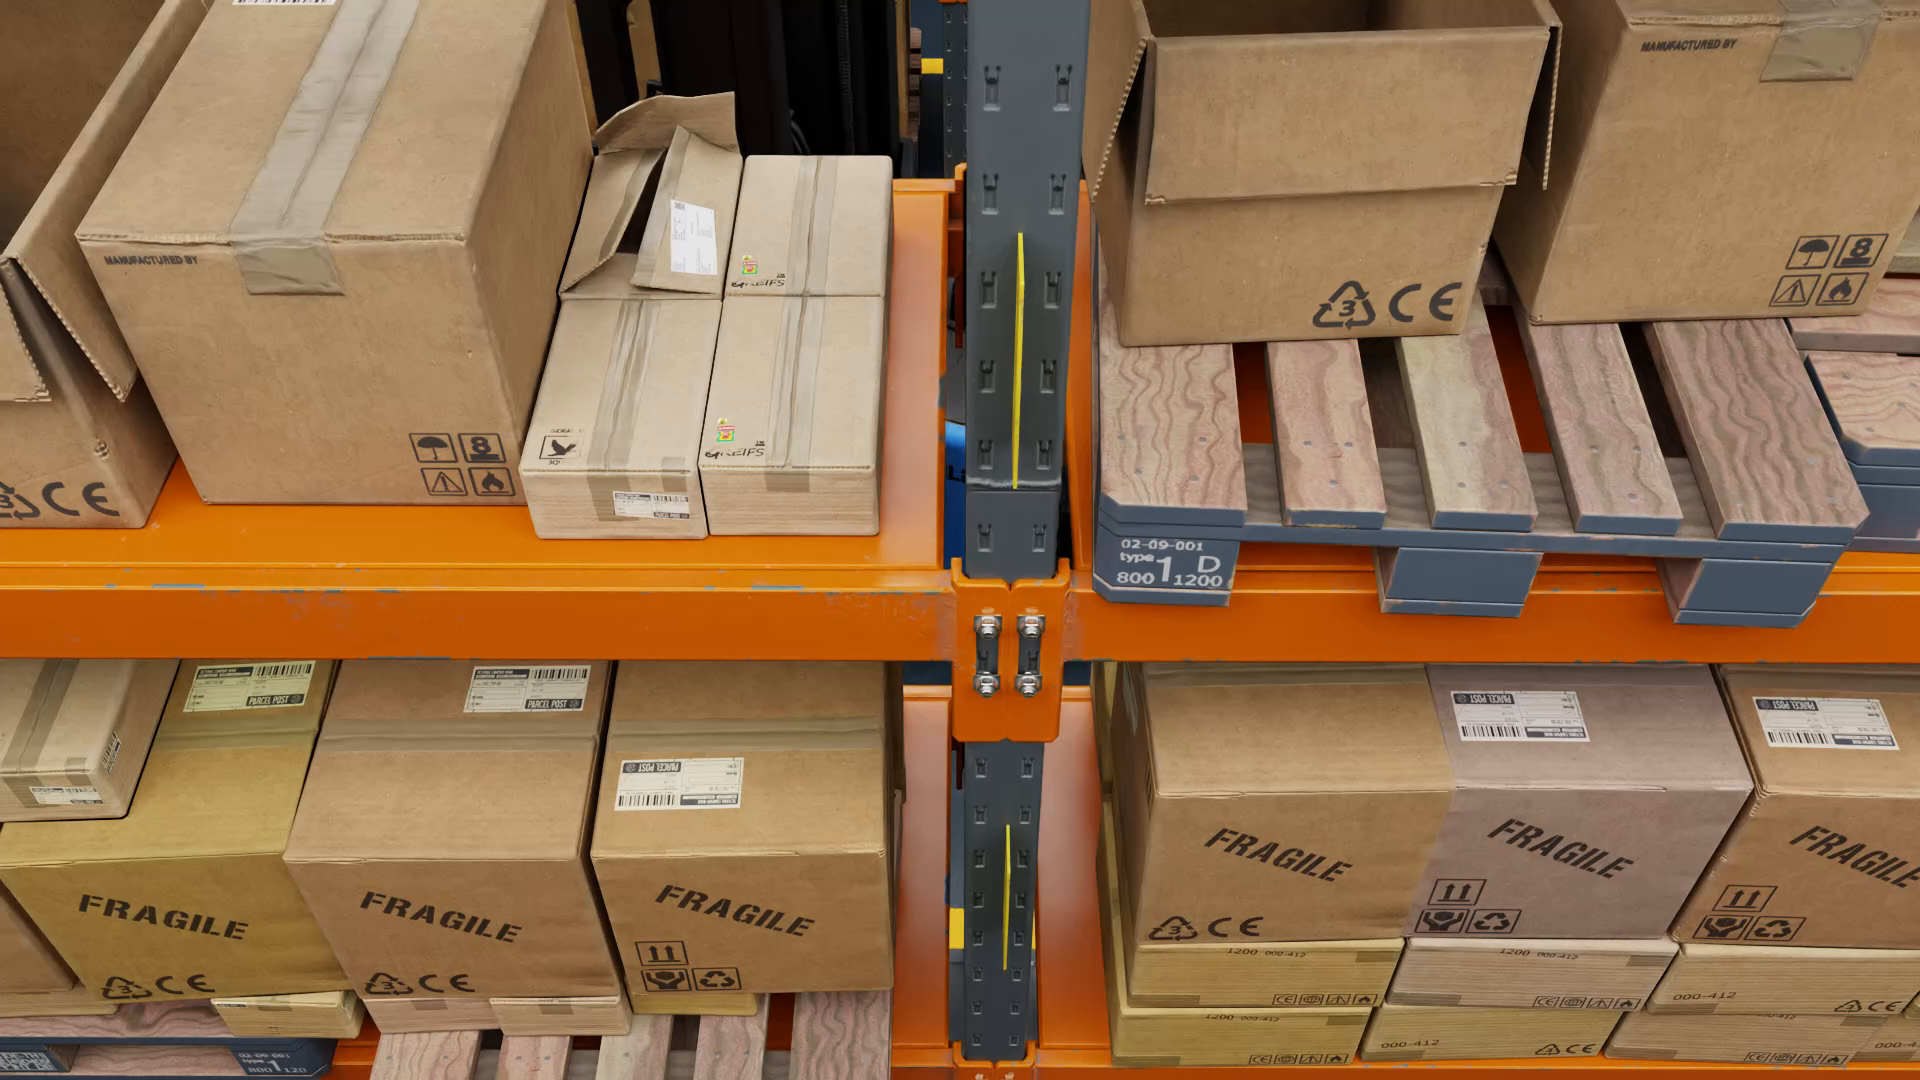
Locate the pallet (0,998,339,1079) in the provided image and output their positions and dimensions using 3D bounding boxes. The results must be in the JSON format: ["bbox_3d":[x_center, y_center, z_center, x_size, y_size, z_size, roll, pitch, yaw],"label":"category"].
[{"bbox_3d":[-1.907,0.682,3.697,1.213,0.211,1.003,0,47,0],"label":"pallet"}]

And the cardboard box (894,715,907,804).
[{"bbox_3d":[-0.251,0.397,3.716,0.250,0.149,0.380,-2,47,-2],"label":"cardboard box"}]

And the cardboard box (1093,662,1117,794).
[{"bbox_3d":[0.558,0.288,3.694,0.500,0.250,0.500,0,47,0],"label":"cardboard box"}]

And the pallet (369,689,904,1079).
[{"bbox_3d":[-0.640,0.733,3.649,1.003,0.211,1.213,0,47,0],"label":"pallet"}]

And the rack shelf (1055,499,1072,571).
[{"bbox_3d":[0.633,-0.019,5.808,0.480,0.518,0.431,17,49,15],"label":"rack shelf"}]

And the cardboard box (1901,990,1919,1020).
[{"bbox_3d":[2.101,0.678,3.330,0.500,0.250,0.500,1,47,1],"label":"cardboard box"}]

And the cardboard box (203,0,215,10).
[{"bbox_3d":[-3.389,-2.484,7.762,0.750,0.750,1.050,0,47,0],"label":"cardboard box"}]

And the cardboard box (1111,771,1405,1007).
[{"bbox_3d":[0.579,0.655,3.352,0.500,0.250,0.500,0,47,0],"label":"cardboard box"}]

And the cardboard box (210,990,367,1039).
[{"bbox_3d":[-1.303,0.793,3.348,0.250,0.149,0.380,1,47,1],"label":"cardboard box"}]

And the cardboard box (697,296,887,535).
[{"bbox_3d":[-0.243,-0.192,2.502,0.250,0.149,0.380,0,47,0],"label":"cardboard box"}]

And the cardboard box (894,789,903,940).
[{"bbox_3d":[-0.256,0.706,3.429,0.250,0.149,0.380,2,47,2],"label":"cardboard box"}]

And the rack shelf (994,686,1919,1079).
[{"bbox_3d":[2.073,0.842,3.908,4.000,0.370,1.077,0,47,0],"label":"rack shelf"}]

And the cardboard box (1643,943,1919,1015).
[{"bbox_3d":[1.594,0.667,3.341,0.500,0.250,0.500,0,47,0],"label":"cardboard box"}]

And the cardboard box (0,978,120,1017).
[{"bbox_3d":[-1.805,0.759,3.379,0.250,0.149,0.380,-1,47,-1],"label":"cardboard box"}]

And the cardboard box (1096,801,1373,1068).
[{"bbox_3d":[0.561,0.828,3.532,0.500,0.250,0.500,-1,47,-1],"label":"cardboard box"}]

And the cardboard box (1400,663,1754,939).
[{"bbox_3d":[1.061,0.392,3.085,0.500,0.500,0.500,0,47,0],"label":"cardboard box"}]

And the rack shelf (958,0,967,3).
[{"bbox_3d":[1.990,-2.781,7.281,4.000,0.370,1.077,0,47,0],"label":"rack shelf"}]

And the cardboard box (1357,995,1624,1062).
[{"bbox_3d":[1.075,0.817,3.543,0.500,0.250,0.500,-1,47,-1],"label":"cardboard box"}]

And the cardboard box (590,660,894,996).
[{"bbox_3d":[-0.383,0.515,3.163,0.500,0.500,0.500,-1,47,-1],"label":"cardboard box"}]

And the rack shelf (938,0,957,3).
[{"bbox_3d":[-2.010,-2.792,7.291,4.000,0.370,1.077,0,47,0],"label":"rack shelf"}]

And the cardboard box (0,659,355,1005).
[{"bbox_3d":[-1.404,0.522,3.157,0.500,0.500,0.500,-3,47,-3],"label":"cardboard box"}]

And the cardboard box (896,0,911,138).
[{"bbox_3d":[-0.618,-2.476,7.755,0.750,0.750,1.050,0,47,0],"label":"cardboard box"}]

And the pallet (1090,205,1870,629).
[{"bbox_3d":[0.717,-0.403,2.656,1.003,0.211,1.213,2,47,2],"label":"pallet"}]

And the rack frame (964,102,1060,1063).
[{"bbox_3d":[0.073,0.592,3.650,0.127,3.000,1.000,0,47,0],"label":"rack frame"}]

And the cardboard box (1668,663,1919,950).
[{"bbox_3d":[1.579,0.404,3.073,0.500,0.500,0.500,1,47,1],"label":"cardboard box"}]

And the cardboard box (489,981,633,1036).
[{"bbox_3d":[-0.776,0.790,3.350,0.250,0.149,0.380,0,47,0],"label":"cardboard box"}]

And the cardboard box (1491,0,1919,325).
[{"bbox_3d":[1.064,-0.744,2.489,0.500,0.500,0.700,-2,47,-2],"label":"cardboard box"}]

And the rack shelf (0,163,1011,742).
[{"bbox_3d":[-1.927,-0.191,2.820,4.000,0.370,1.077,0,47,0],"label":"rack shelf"}]

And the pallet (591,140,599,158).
[{"bbox_3d":[-2.015,-2.145,8.102,1.213,0.211,1.003,0,47,0],"label":"pallet"}]

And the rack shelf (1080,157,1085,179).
[{"bbox_3d":[0.633,-0.973,4.783,0.480,0.518,0.431,17,49,15],"label":"rack shelf"}]

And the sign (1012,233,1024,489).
[{"bbox_3d":[0.069,-0.209,1.993,0.005,0.325,0.100,0,47,0],"label":"sign"}]

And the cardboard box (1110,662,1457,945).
[{"bbox_3d":[0.565,0.397,3.080,0.500,0.500,0.500,-1,47,-1],"label":"cardboard box"}]

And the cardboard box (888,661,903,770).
[{"bbox_3d":[-0.376,0.143,3.510,0.500,0.500,0.500,-1,47,-1],"label":"cardboard box"}]

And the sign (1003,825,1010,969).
[{"bbox_3d":[0.080,0.621,2.885,0.005,0.325,0.100,0,47,0],"label":"sign"}]

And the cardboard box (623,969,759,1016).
[{"bbox_3d":[-0.524,0.758,3.380,0.250,0.149,0.380,1,47,1],"label":"cardboard box"}]

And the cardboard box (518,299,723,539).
[{"bbox_3d":[-0.491,-0.187,2.497,0.250,0.149,0.380,0,47,0],"label":"cardboard box"}]

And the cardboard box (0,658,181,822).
[{"bbox_3d":[-1.564,0.294,2.925,0.250,0.149,0.380,-2,47,-2],"label":"cardboard box"}]

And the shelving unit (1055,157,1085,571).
[{"bbox_3d":[0.633,-0.505,5.286,0.503,2.100,0.431,17,49,15],"label":"shelving unit"}]

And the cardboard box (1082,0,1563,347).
[{"bbox_3d":[0.451,-0.718,2.462,0.637,0.503,0.797,-2,47,-2],"label":"cardboard box"}]

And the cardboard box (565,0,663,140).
[{"bbox_3d":[-1.492,-2.476,7.755,0.750,0.750,1.050,1,47,1],"label":"cardboard box"}]

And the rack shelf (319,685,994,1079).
[{"bbox_3d":[-1.927,0.831,3.918,4.000,0.370,1.077,0,47,0],"label":"rack shelf"}]

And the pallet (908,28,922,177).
[{"bbox_3d":[-0.798,-2.139,8.097,1.213,0.211,1.003,0,47,0],"label":"pallet"}]

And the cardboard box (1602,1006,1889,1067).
[{"bbox_3d":[1.600,0.822,3.538,0.500,0.250,0.500,2,47,1],"label":"cardboard box"}]

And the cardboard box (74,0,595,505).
[{"bbox_3d":[-0.875,-0.474,2.525,0.500,0.500,0.700,0,47,0],"label":"cardboard box"}]

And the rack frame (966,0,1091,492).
[{"bbox_3d":[0.073,-1.452,1.454,0.127,3.000,1.000,0,47,0],"label":"rack frame"}]

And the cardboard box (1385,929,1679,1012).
[{"bbox_3d":[1.096,0.657,3.350,0.500,0.250,0.500,1,47,1],"label":"cardboard box"}]

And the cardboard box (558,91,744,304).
[{"bbox_3d":[-0.497,-0.511,2.719,0.258,0.266,0.396,0,47,0],"label":"cardboard box"}]

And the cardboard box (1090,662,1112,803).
[{"bbox_3d":[0.580,0.454,3.881,0.500,0.250,0.500,-1,47,-1],"label":"cardboard box"}]

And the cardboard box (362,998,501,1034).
[{"bbox_3d":[-1.028,0.783,3.356,0.250,0.149,0.380,-2,47,-2],"label":"cardboard box"}]

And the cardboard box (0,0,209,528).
[{"bbox_3d":[-1.452,-0.449,2.499,0.637,0.503,0.797,0,47,0],"label":"cardboard box"}]

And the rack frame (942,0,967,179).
[{"bbox_3d":[-0.010,-3.032,7.023,0.127,3.000,1.000,0,47,0],"label":"rack frame"}]

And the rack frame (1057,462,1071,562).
[{"bbox_3d":[0.407,-0.573,5.349,0.015,2.100,0.400,17,49,15],"label":"rack frame"}]

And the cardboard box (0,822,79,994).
[{"bbox_3d":[-1.950,0.519,3.159,0.500,0.500,0.500,-2,47,-1],"label":"cardboard box"}]

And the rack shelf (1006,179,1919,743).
[{"bbox_3d":[2.073,-0.180,2.810,4.000,0.370,1.077,0,47,0],"label":"rack shelf"}]

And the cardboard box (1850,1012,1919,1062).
[{"bbox_3d":[2.093,0.821,3.539,0.500,0.250,0.500,0,47,0],"label":"cardboard box"}]

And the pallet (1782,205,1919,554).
[{"bbox_3d":[1.835,-0.402,2.655,1.213,0.211,1.003,2,47,2],"label":"pallet"}]

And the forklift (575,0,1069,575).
[{"bbox_3d":[-1.007,-1.284,5.443,3.031,2.935,1.130,17,49,15],"label":"forklift"}]

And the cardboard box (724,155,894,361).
[{"bbox_3d":[-0.241,-0.470,2.761,0.250,0.149,0.380,0,47,0],"label":"cardboard box"}]

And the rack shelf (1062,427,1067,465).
[{"bbox_3d":[0.633,-0.496,5.296,0.480,0.518,0.431,17,49,15],"label":"rack shelf"}]

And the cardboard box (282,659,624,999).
[{"bbox_3d":[-0.900,0.522,3.156,0.500,0.500,0.500,-1,47,0],"label":"cardboard box"}]
